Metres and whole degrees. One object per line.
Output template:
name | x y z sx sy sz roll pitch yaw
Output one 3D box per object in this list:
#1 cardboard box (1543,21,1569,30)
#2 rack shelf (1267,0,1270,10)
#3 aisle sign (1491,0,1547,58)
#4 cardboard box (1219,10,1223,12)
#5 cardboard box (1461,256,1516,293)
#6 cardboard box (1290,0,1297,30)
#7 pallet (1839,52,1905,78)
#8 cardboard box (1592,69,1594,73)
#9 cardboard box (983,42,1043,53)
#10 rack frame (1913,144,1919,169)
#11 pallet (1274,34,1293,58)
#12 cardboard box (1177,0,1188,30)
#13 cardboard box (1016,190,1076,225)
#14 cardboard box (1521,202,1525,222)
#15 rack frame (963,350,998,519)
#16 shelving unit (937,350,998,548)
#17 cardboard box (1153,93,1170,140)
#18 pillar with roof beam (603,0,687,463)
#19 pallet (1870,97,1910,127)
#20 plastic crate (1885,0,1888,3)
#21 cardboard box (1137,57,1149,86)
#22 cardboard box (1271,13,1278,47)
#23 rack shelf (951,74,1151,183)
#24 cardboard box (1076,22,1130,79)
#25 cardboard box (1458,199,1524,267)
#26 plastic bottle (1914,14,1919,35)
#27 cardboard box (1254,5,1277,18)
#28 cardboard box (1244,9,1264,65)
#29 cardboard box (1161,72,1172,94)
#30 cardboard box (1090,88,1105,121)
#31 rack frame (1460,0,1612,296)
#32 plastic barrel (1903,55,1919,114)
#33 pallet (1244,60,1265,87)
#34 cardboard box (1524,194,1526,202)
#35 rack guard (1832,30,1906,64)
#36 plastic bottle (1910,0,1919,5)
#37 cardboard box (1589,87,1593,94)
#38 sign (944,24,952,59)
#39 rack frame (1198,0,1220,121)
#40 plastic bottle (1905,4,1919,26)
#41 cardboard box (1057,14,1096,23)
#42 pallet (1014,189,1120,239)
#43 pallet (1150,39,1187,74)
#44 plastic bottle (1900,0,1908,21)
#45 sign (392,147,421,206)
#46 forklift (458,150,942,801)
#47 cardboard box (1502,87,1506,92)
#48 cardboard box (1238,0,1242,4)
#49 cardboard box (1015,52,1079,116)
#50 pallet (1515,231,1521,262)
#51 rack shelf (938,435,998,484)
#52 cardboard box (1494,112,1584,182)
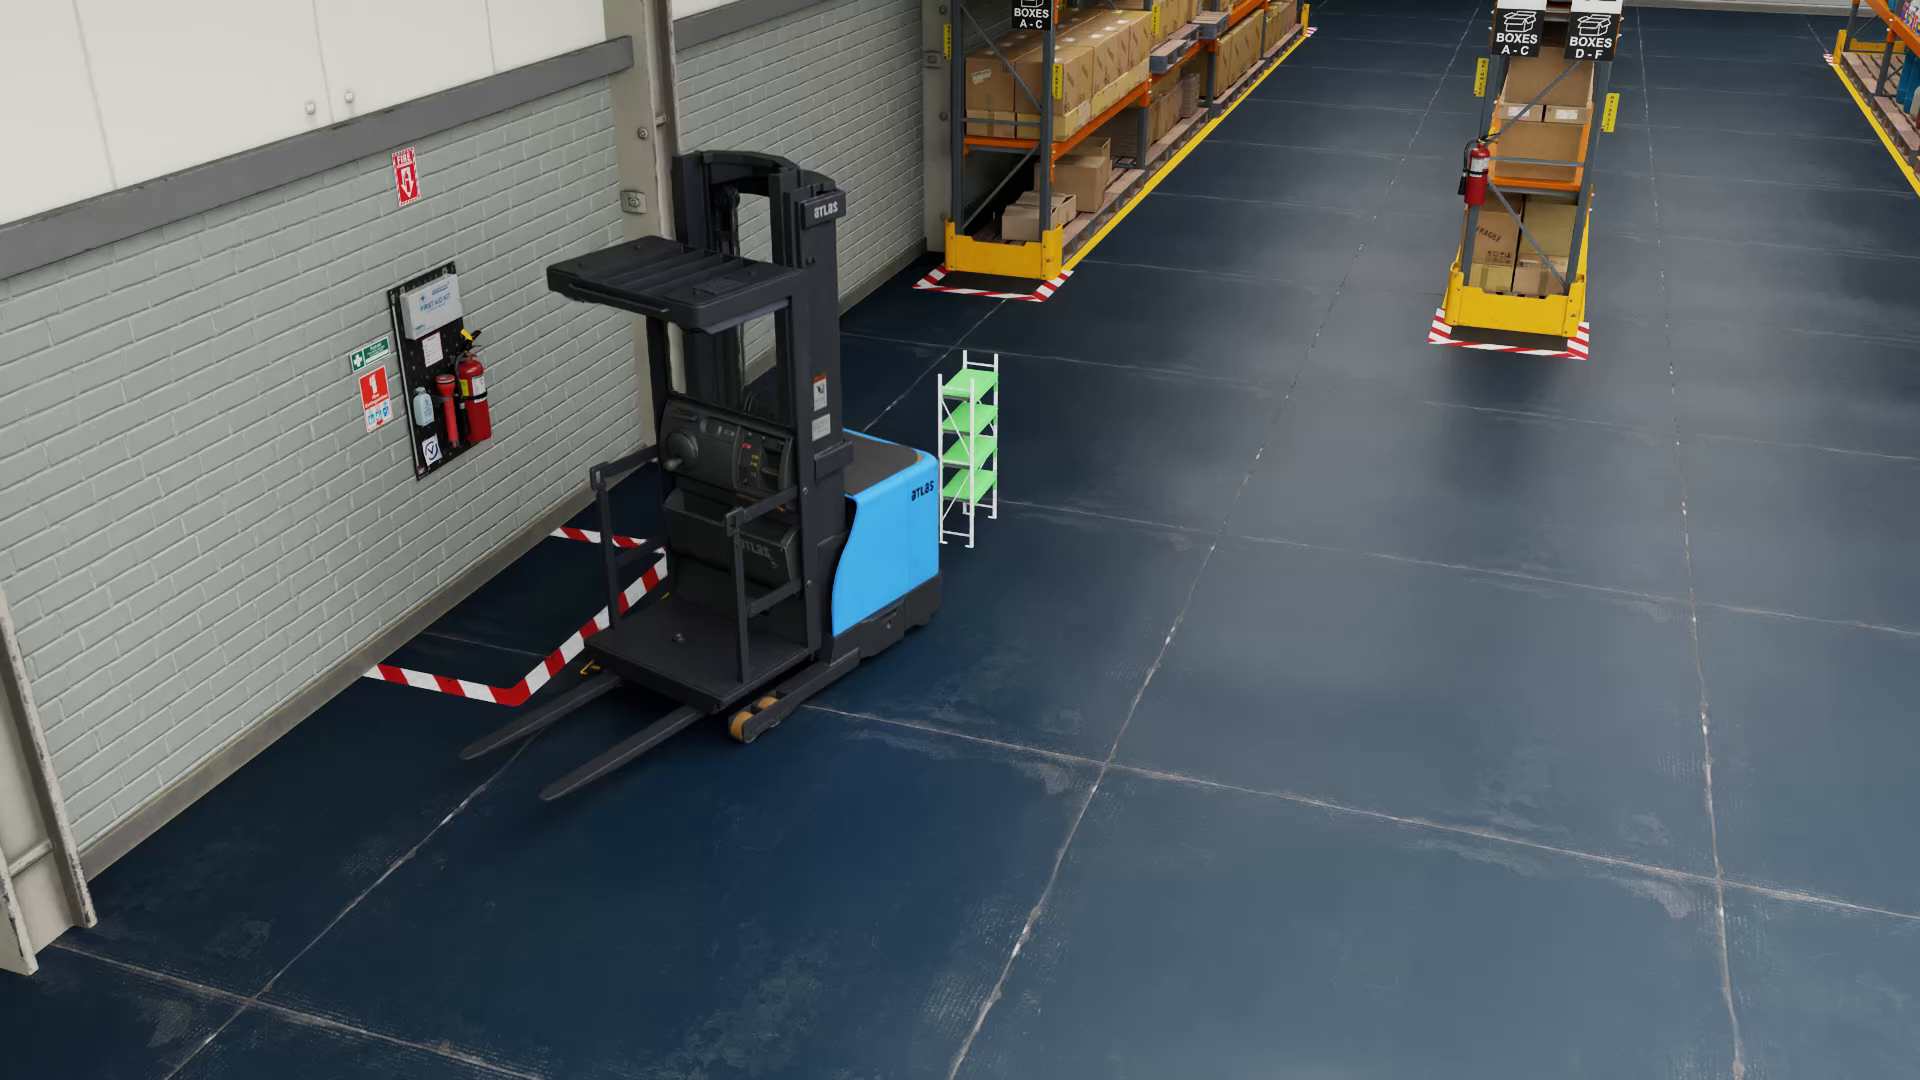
cardboard box | 5.605 -4.607 15.720 0.700 0.500 0.500 9 27 18
rack shelf | 5.069 -9.489 28.231 1.077 0.370 4.000 9 27 17
aisle sign | 4.784 -4.528 14.177 0.394 0.787 0.004 9 27 17
cardboard box | 3.493 -7.447 23.453 0.380 0.149 0.250 9 27 18
cardboard box | 4.983 -2.557 15.762 0.500 0.250 0.500 9 27 17
cardboard box | 5.596 -9.396 29.601 0.700 0.500 0.500 9 27 17
pallet | 14.766 -7.609 26.724 1.003 0.211 1.213 9 27 17
cardboard box | 6.016 -4.549 16.344 0.380 0.149 0.250 10 27 19
cardboard box | 0.544 -4.768 16.945 0.500 0.500 0.500 9 27 18
rack frame | 12.415 -5.910 20.014 1.000 3.000 0.127 9 27 17
pallet | 5.135 -8.540 28.645 1.003 0.211 1.213 9 27 17
cardboard box | 2.532 -6.880 21.398 0.700 0.500 0.500 9 27 17
cardboard box | 0.915 -3.553 17.726 0.500 0.311 0.500 11 28 22
cardboard box | 5.803 -3.586 17.888 0.500 0.250 0.500 9 27 17
rack frame | 0.136 -0.708 11.336 0.240 1.200 0.015 9 27 17
shelving unit | 0.055 -0.608 11.129 0.258 1.200 0.503 9 27 17
cardboard box | 2.303 -5.504 21.540 0.700 0.500 0.500 9 27 18
pillar with roof beam | 1.891 -4.082 9.356 9.100 9.000 0.400 9 27 17
pallet | 13.450 -5.988 23.375 1.003 0.211 1.213 9 27 17
plastic crate | 13.865 -7.956 24.487 0.437 0.125 0.590 9 27 17
cardboard box | 1.870 -5.406 19.122 0.500 0.250 0.500 9 27 18
cardboard box | 4.920 -8.553 27.859 0.700 0.500 0.500 8 27 17
rack shelf | 1.076 -4.557 18.046 1.077 0.370 4.000 9 27 17
cardboard box | 1.538 -5.332 18.108 0.500 0.500 0.500 8 27 16
cardboard box | 4.981 -2.895 15.600 0.500 0.500 0.500 9 27 17
plastic bottle | 12.848 -6.887 22.175 0.152 0.276 0.135 9 27 17
cardboard box | 5.035 -8.753 27.529 0.380 0.149 0.250 10 27 19
cardboard box | 4.310 -7.926 26.163 0.750 0.750 0.750 9 27 18
cardboard box | 2.467 -6.017 21.737 0.500 0.250 0.500 9 27 17
cardboard box | 1.207 -4.579 17.415 0.500 0.250 0.500 8 27 17
rack frame | 5.083 -3.342 14.711 1.000 3.000 0.127 9 27 17
plastic barrel | 13.313 -6.286 22.718 0.600 0.901 0.708 9 27 17
pallet | 4.218 -7.407 26.307 1.003 0.211 1.213 9 27 17
cardboard box | 5.806 -3.923 17.724 0.500 0.500 0.500 9 27 17
rack guard | 15.073 -8.084 27.373 1.175 0.500 0.348 9 27 17
plastic bottle | 13.310 -7.417 23.184 0.144 0.351 0.185 9 27 17
cardboard box | 5.672 -4.124 15.466 0.380 0.149 0.250 8 27 17
sign | -0.106 -4.811 16.054 0.100 0.325 0.005 9 27 17
rack frame | 3.073 -7.347 22.982 1.000 3.000 0.127 9 27 17
plastic bottle | 13.111 -7.213 22.847 0.152 0.276 0.135 9 27 17
cardboard box | 1.213 -5.607 18.677 0.500 0.500 0.500 9 27 17
pallet | 1.147 -3.664 18.575 1.003 0.211 1.213 9 27 17
pallet | 2.133 -5.910 20.234 1.003 0.211 1.213 9 27 17
plastic bottle | 13.222 -7.413 23.251 0.061 0.283 0.133 9 27 17
sign | -3.124 -2.051 9.384 0.001 0.298 0.199 9 27 17
forklift | -1.392 -0.464 8.845 1.130 2.935 3.031 18 31 32
cardboard box | 5.201 -4.077 15.369 0.380 0.149 0.250 8 27 17
cardboard box | 3.995 -8.083 24.768 0.380 0.149 0.250 10 27 19
cardboard box | 0.853 -4.491 16.372 0.500 0.500 0.500 9 27 18
pallet | 5.706 -2.907 17.012 1.003 0.211 1.213 9 27 17
rack shelf | 0.055 -0.551 11.157 0.258 0.148 0.480 9 27 17
cardboard box | 5.251 -3.577 15.082 0.700 0.500 0.500 9 27 17
